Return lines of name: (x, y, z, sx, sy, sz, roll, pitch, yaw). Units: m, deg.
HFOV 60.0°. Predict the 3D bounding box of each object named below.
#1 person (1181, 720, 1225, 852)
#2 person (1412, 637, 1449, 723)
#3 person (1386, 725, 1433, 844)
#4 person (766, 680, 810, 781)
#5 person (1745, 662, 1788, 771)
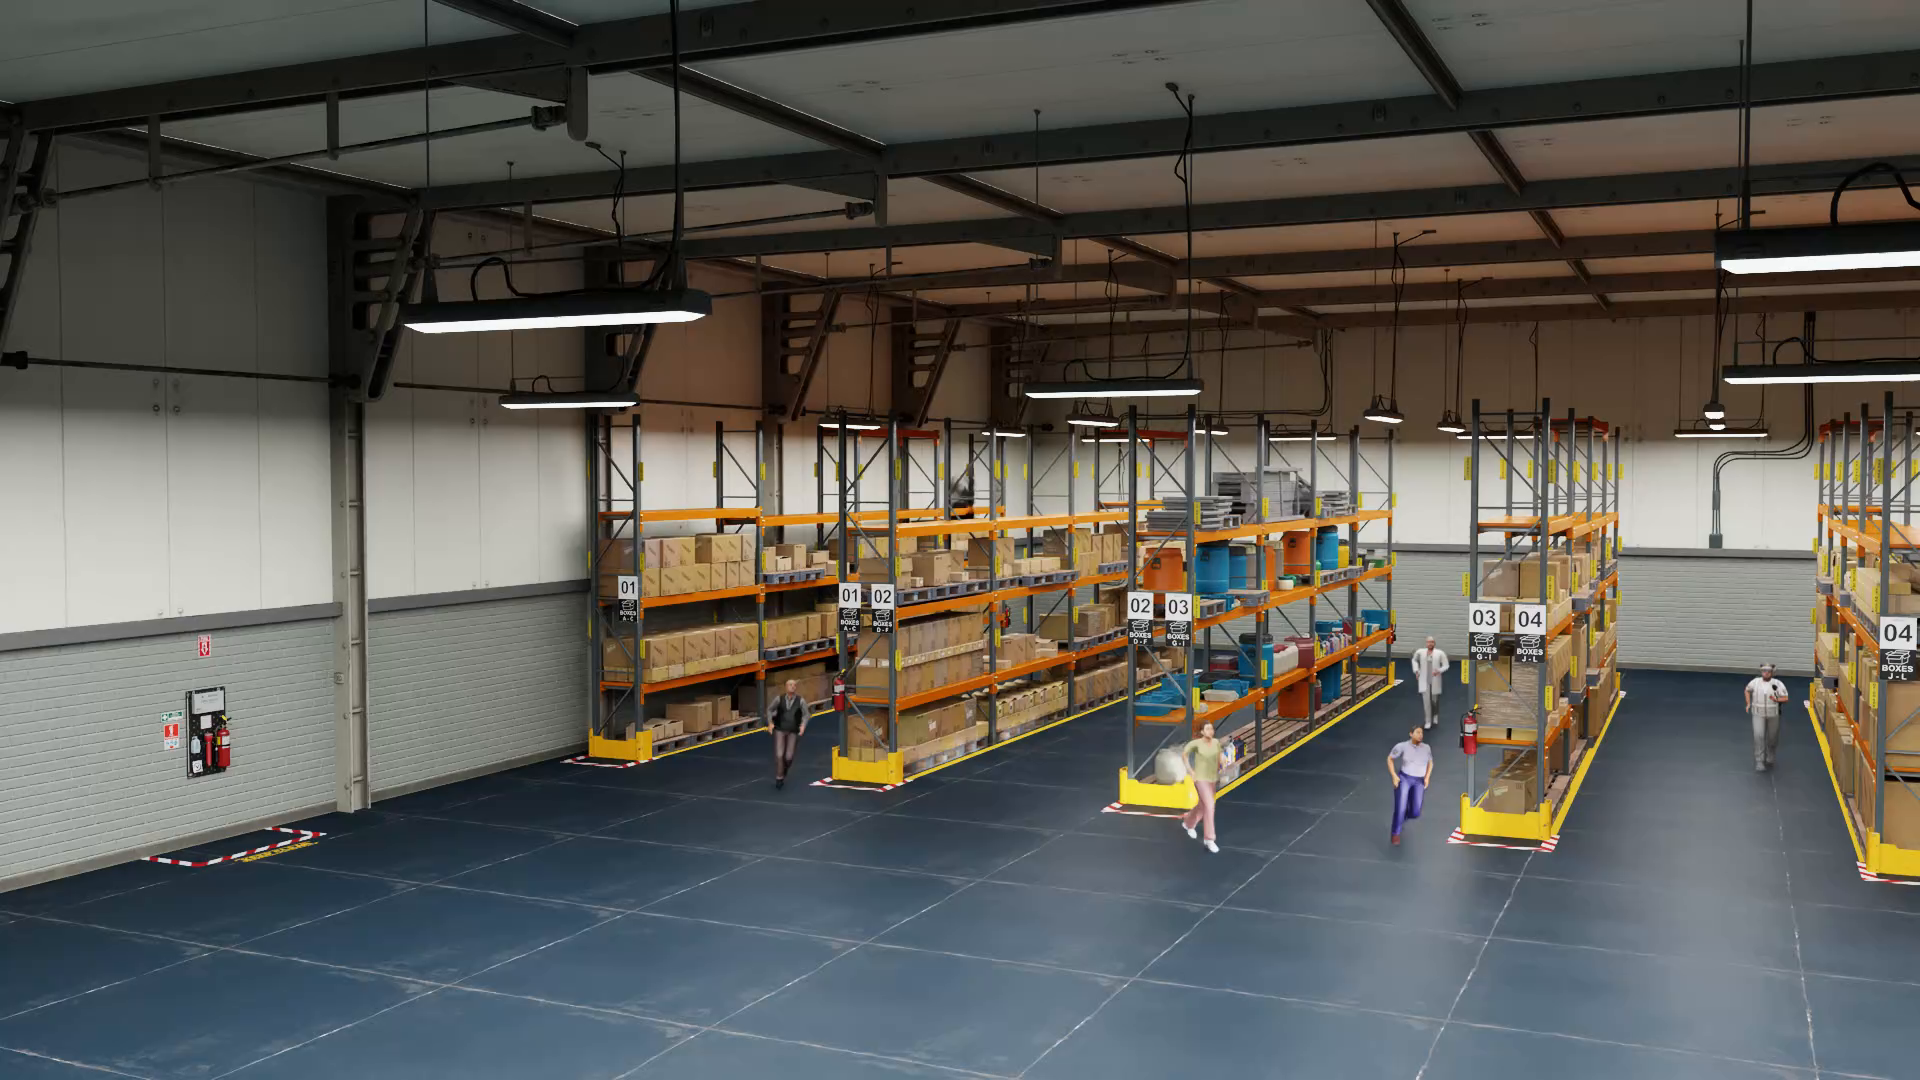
person: (3.261, 3.242, 22.260, 0.572, 1.702, 0.840, -1, 3, -32)
person: (9.198, 2.729, 32.541, 0.716, 1.694, 0.748, 1, 2, 18)
person: (6.108, 3.300, 22.541, 0.648, 1.579, 0.517, 0, 2, -2)
person: (-2.752, 3.046, 26.596, 0.704, 1.610, 0.503, 0, 2, -3)
person: (13.577, 2.939, 28.003, 0.661, 1.773, 0.984, 1, 3, 25)
